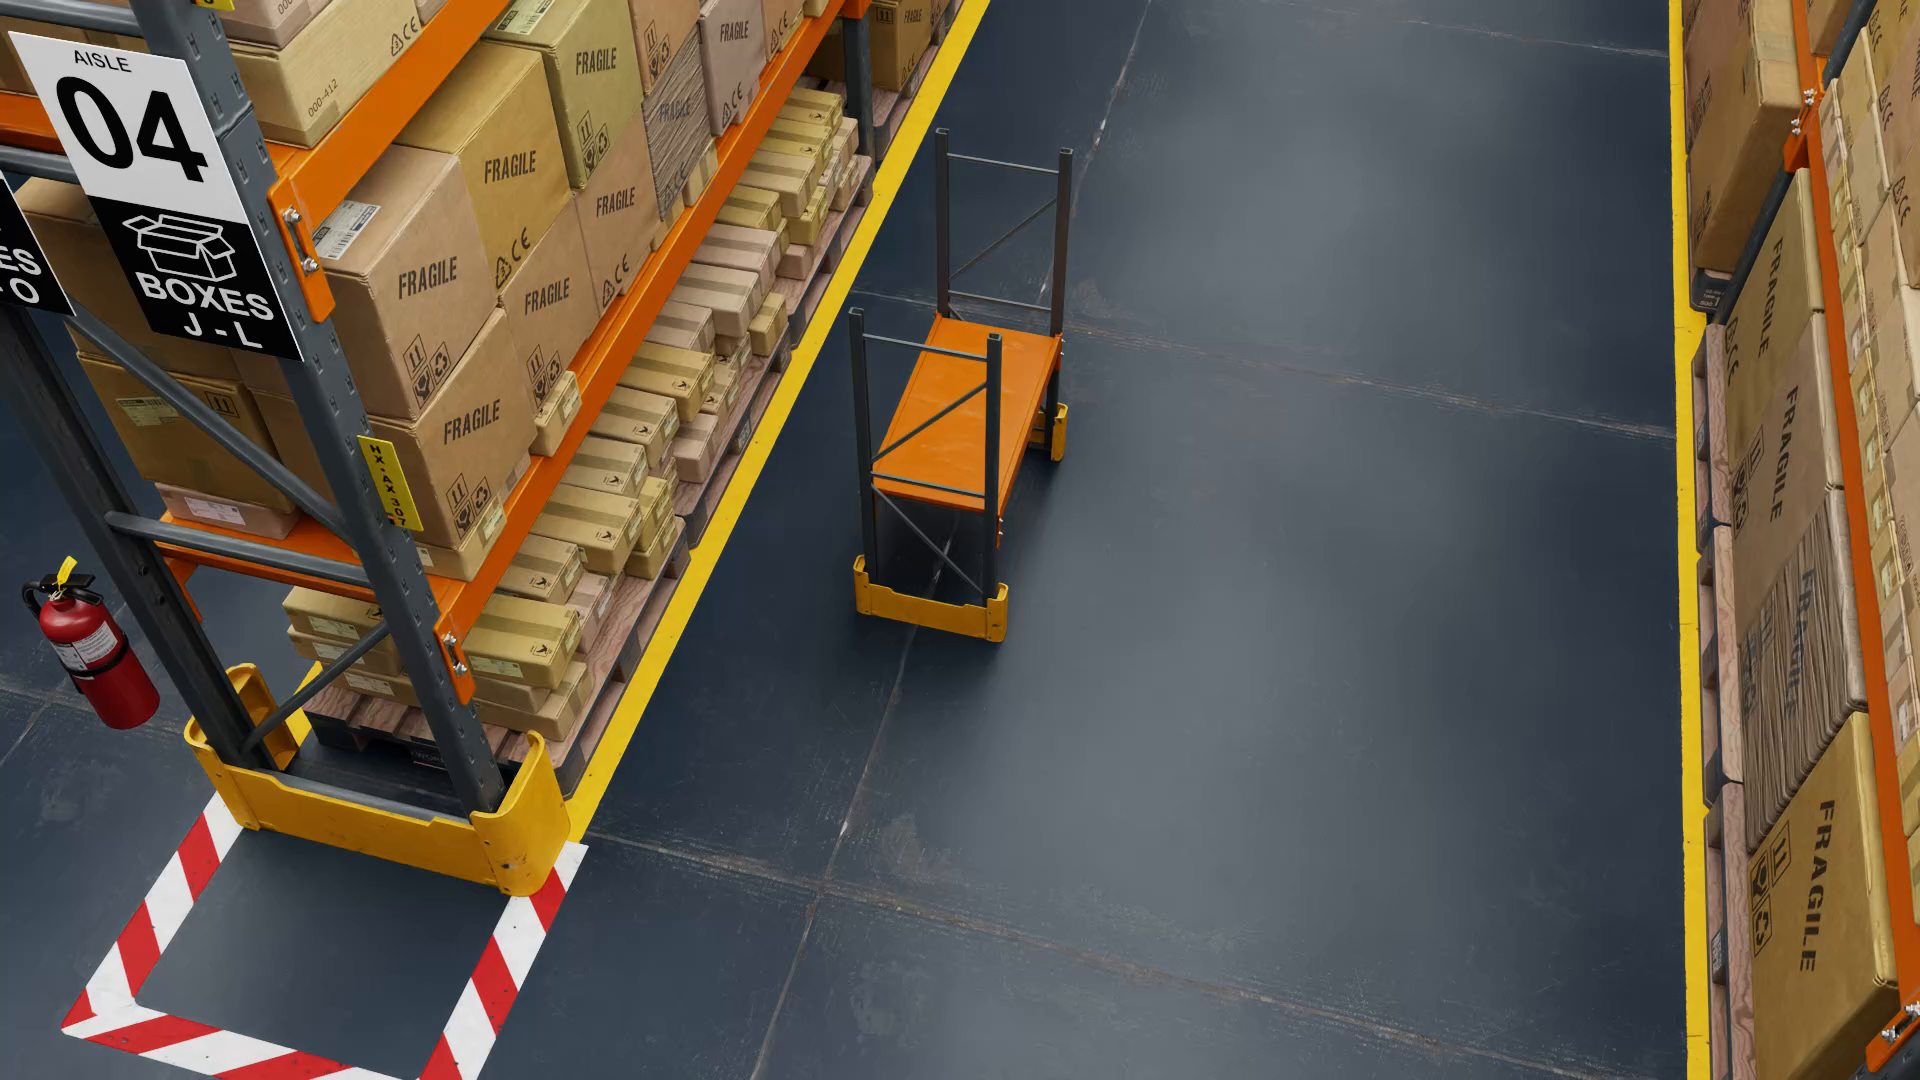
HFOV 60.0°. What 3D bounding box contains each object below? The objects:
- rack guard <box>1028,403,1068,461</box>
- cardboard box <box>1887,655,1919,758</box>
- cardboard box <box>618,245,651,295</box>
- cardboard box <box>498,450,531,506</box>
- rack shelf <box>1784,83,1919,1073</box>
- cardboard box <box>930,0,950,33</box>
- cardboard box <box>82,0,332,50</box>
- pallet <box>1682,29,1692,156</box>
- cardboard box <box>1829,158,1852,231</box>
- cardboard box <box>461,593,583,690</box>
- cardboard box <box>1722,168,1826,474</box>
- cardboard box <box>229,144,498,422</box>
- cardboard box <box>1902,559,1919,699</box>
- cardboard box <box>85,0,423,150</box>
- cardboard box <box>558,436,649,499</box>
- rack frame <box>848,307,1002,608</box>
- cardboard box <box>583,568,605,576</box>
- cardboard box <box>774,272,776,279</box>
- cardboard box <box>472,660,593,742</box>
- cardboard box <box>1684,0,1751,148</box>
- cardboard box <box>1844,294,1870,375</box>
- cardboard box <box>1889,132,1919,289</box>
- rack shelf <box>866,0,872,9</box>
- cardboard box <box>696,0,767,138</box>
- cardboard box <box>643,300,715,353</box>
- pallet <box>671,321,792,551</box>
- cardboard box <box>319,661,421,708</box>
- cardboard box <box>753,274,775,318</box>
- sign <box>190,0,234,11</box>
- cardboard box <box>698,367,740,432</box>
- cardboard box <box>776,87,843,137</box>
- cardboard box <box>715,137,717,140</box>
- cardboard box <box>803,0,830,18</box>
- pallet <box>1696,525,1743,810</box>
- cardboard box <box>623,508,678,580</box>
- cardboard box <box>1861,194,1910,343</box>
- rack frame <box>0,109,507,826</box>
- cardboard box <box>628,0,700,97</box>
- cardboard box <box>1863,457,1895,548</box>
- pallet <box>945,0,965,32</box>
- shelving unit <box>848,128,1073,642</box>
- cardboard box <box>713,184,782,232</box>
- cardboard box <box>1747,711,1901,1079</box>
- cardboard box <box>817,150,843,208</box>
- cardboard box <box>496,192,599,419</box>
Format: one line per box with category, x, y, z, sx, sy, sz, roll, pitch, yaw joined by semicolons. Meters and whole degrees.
rack guard;0.151;-0.498;6.942;0.587;0.250;0.087;12;50;10
cardboard box;2.701;0.481;4.412;0.380;0.149;0.250;12;50;10
cardboard box;-1.294;-1.003;5.721;0.380;0.149;0.250;11;49;9
cardboard box;-1.540;-0.240;5.048;0.380;0.149;0.250;13;50;11
rack shelf;3.317;-0.118;5.252;1.077;0.370;4.000;12;50;10
cardboard box;-0.328;-3.031;8.731;0.500;0.500;0.500;14;50;12
cardboard box;-1.599;-1.343;3.619;0.500;0.250;0.500;12;50;11
pallet;4.293;-2.338;8.592;1.003;0.211;1.213;12;50;10
cardboard box;3.306;-1.190;5.886;0.380;0.149;0.250;13;50;11
cardboard box;-1.503;0.334;5.598;0.380;0.149;0.250;10;49;8
cardboard box;3.592;-0.777;6.491;0.875;0.875;0.875;12;50;10
cardboard box;-1.594;-0.696;4.350;0.500;0.500;0.500;11;50;10
cardboard box;2.796;0.272;4.330;0.500;0.250;0.500;11;49;9
cardboard box;-1.604;-1.178;3.808;0.500;0.250;0.500;13;50;11
cardboard box;-1.371;-0.241;6.106;0.380;0.149;0.250;9;49;8
rack frame;-0.111;-0.190;5.836;0.500;1.500;0.032;12;50;10
cardboard box;-1.477;0.035;6.060;0.380;0.149;0.250;12;50;11
cardboard box;-1.033;-1.157;7.311;0.380;0.149;0.250;10;49;9
cardboard box;-1.522;0.527;5.824;0.380;0.149;0.250;12;50;11
cardboard box;4.227;-2.352;7.881;1.225;0.875;0.875;10;49;9
cardboard box;3.104;-0.633;5.395;0.380;0.149;0.250;12;50;10
cardboard box;3.201;-1.072;5.015;0.500;0.500;0.500;10;49;9
rack shelf;-0.389;-4.063;8.734;1.077;0.370;4.000;12;50;10
cardboard box;-1.040;-1.845;6.032;0.500;0.500;0.500;11;50;10
cardboard box;-1.201;-0.822;6.618;0.380;0.149;0.250;12;50;10
pallet;-1.377;-0.554;7.017;1.003;0.211;1.213;12;50;10
cardboard box;-2.031;0.421;5.918;0.380;0.149;0.250;12;50;11
cardboard box;-1.013;-1.112;7.073;0.380;0.149;0.250;13;50;11
sign;-1.445;-1.136;3.087;0.100;0.325;0.005;12;50;10
cardboard box;-1.127;-0.594;6.814;0.380;0.149;0.250;12;50;10
cardboard box;-0.758;-1.938;7.603;0.380;0.149;0.250;13;50;11
cardboard box;-1.108;-1.572;6.223;0.380;0.149;0.250;11;49;9
cardboard box;-0.728;-2.311;6.875;0.380;0.149;0.250;10;49;9
pallet;3.248;0.540;6.052;1.003;0.211;1.213;12;50;10
cardboard box;-1.300;-0.022;6.309;0.380;0.149;0.250;12;50;10
cardboard box;3.200;-0.829;5.301;0.500;0.250;0.500;13;50;11
rack frame;-1.968;0.039;4.634;1.000;3.000;0.127;12;50;10
cardboard box;-1.178;-1.803;5.328;0.500;0.500;0.500;10;49;9
cardboard box;2.901;-0.075;4.902;0.380;0.149;0.250;12;50;10
pallet;-0.393;-3.380;9.512;1.003;0.211;1.213;12;50;10
shelving unit;0.020;-0.551;6.155;0.587;1.500;1.083;12;50;10
cardboard box;-0.989;-1.392;7.121;0.380;0.149;0.250;13;50;11
cardboard box;2.881;1.176;4.767;0.875;0.875;0.875;12;50;10
cardboard box;-0.751;-1.660;7.556;0.380;0.149;0.250;9;49;8
cardboard box;-1.467;-0.755;5.069;0.500;0.500;0.500;12;50;10
